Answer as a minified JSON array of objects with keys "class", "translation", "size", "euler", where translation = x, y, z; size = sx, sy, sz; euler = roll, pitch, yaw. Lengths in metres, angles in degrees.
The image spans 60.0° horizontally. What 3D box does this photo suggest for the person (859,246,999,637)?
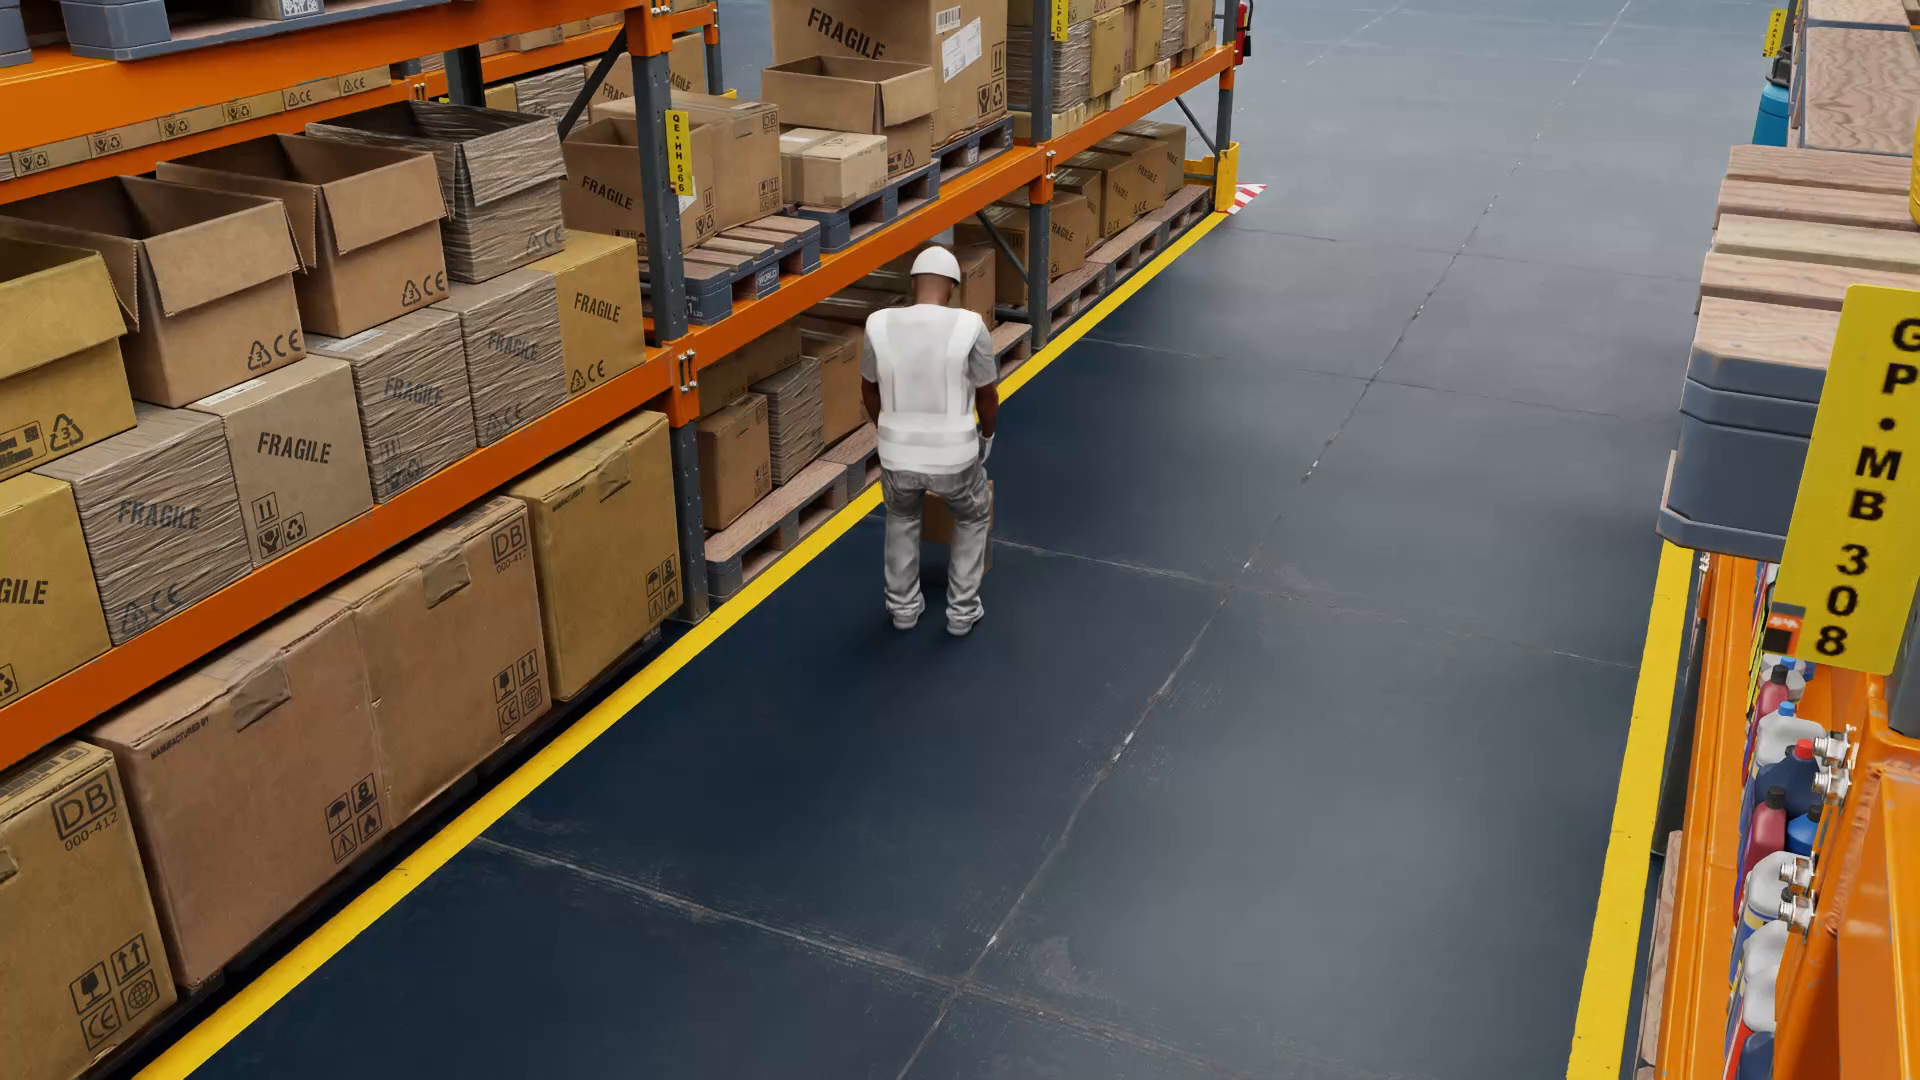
[{"class":"person","translation":[-0.138,-0.402,7.080],"size":[0.594,1.644,0.584],"euler":[6,27,13]}]
